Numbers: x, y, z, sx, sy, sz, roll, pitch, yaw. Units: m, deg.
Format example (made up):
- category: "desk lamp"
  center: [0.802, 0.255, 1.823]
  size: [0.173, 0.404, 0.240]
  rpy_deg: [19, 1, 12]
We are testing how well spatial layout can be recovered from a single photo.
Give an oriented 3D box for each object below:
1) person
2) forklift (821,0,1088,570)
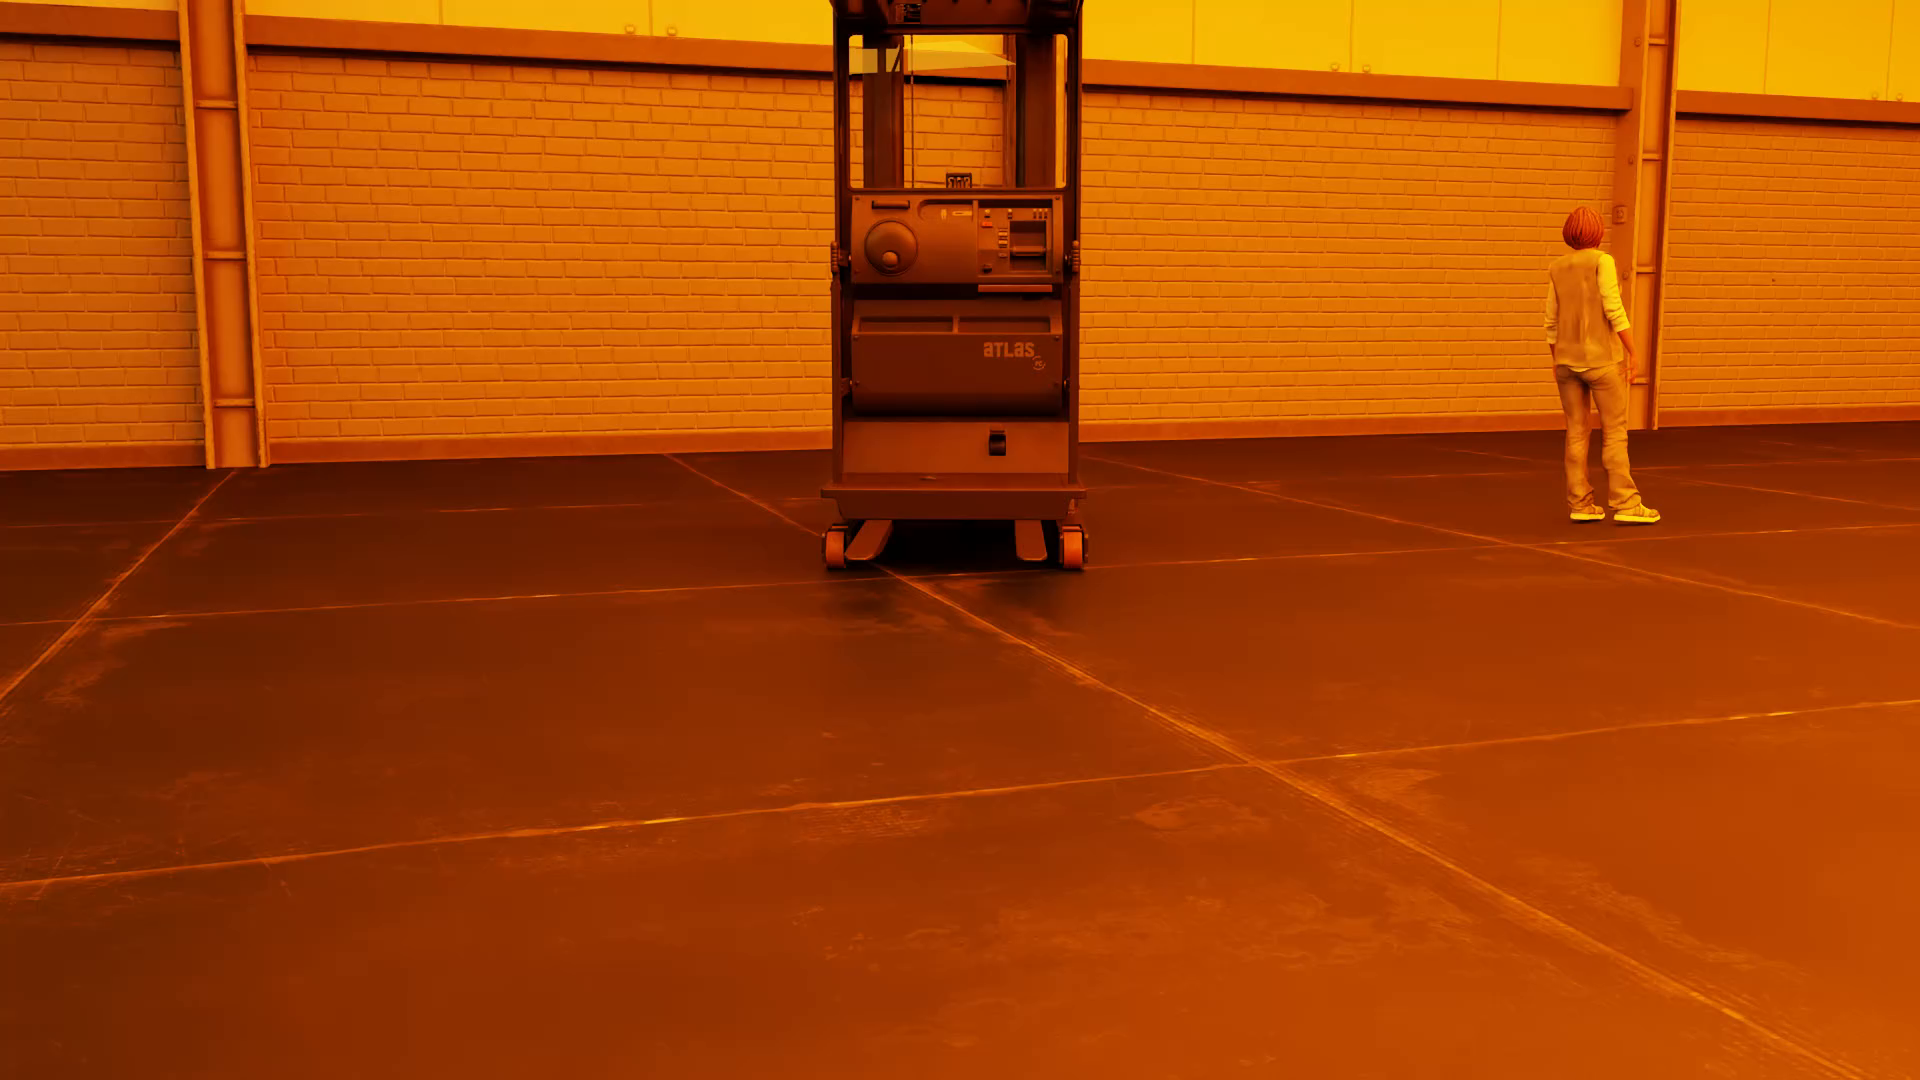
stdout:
- category: "person"
  center: [3.274, -0.893, 8.510]
  size: [0.472, 1.600, 0.521]
  rpy_deg: [-5, 9, -32]
- category: "forklift"
  center: [-0.016, -1.368, 7.104]
  size: [1.130, 2.935, 3.031]
  rpy_deg: [0, 8, 1]
